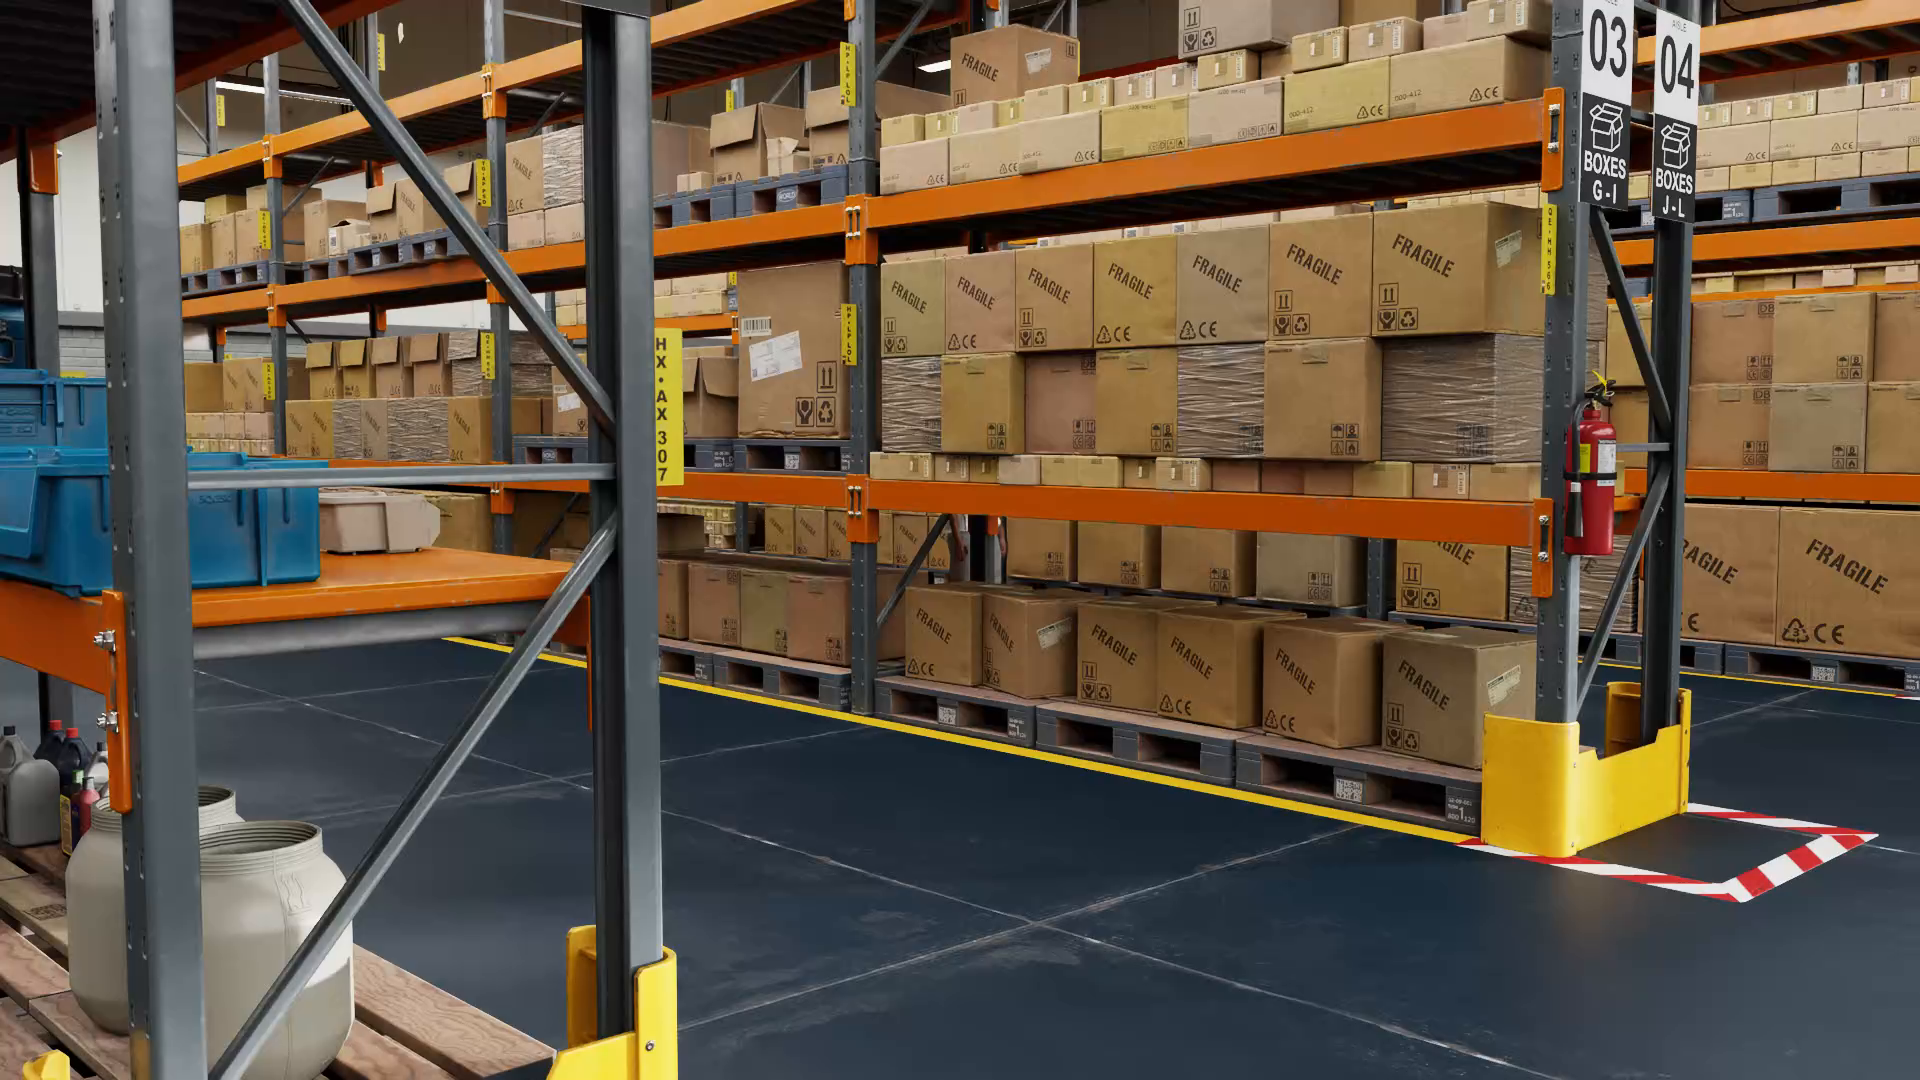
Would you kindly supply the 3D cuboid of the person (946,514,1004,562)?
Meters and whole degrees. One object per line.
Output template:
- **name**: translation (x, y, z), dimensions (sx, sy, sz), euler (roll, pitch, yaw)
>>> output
- **person**: translation (0.126, -0.003, 11.107), dimensions (0.503, 1.656, 0.317), euler (-4, 6, -44)
